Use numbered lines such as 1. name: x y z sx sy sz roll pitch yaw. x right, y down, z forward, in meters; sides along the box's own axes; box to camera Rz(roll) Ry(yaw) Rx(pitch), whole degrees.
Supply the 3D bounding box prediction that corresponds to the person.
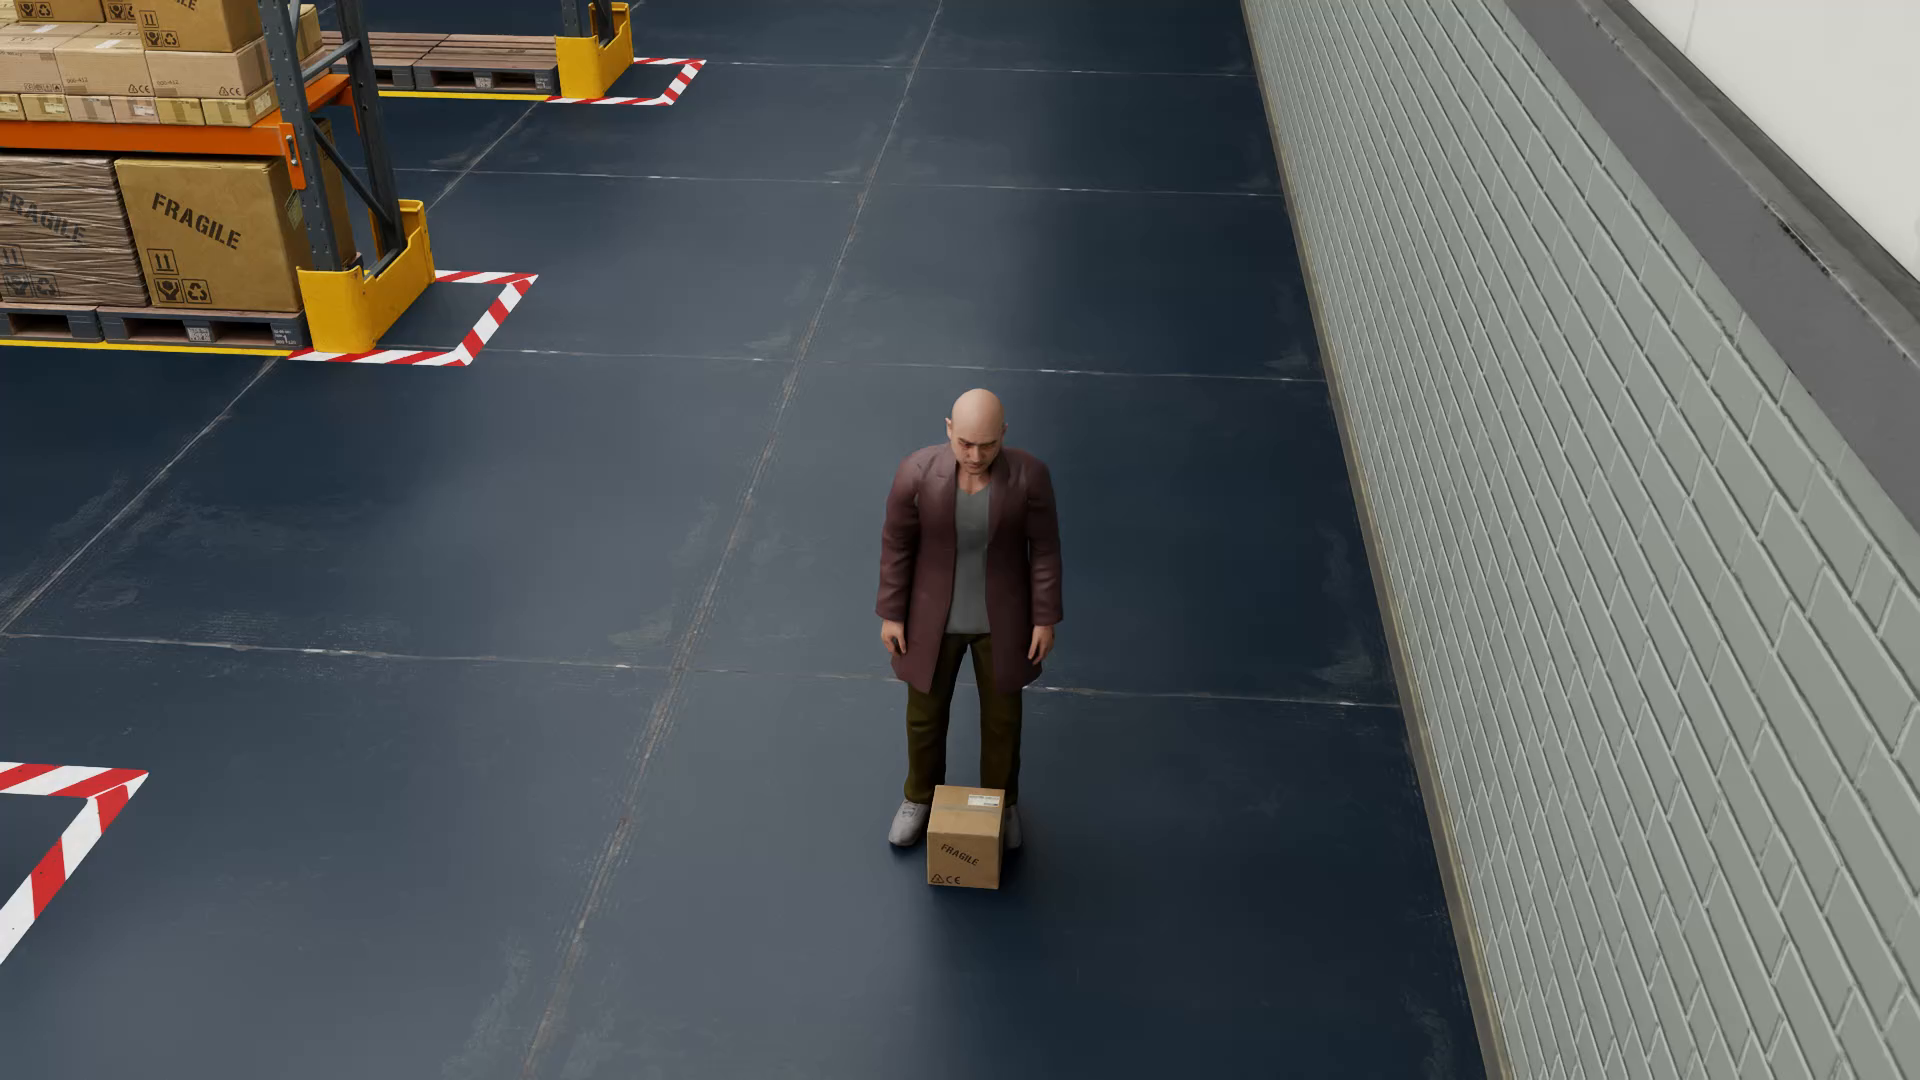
1. person: 0.036 0.272 5.708 0.646 1.772 0.429 1 32 1
